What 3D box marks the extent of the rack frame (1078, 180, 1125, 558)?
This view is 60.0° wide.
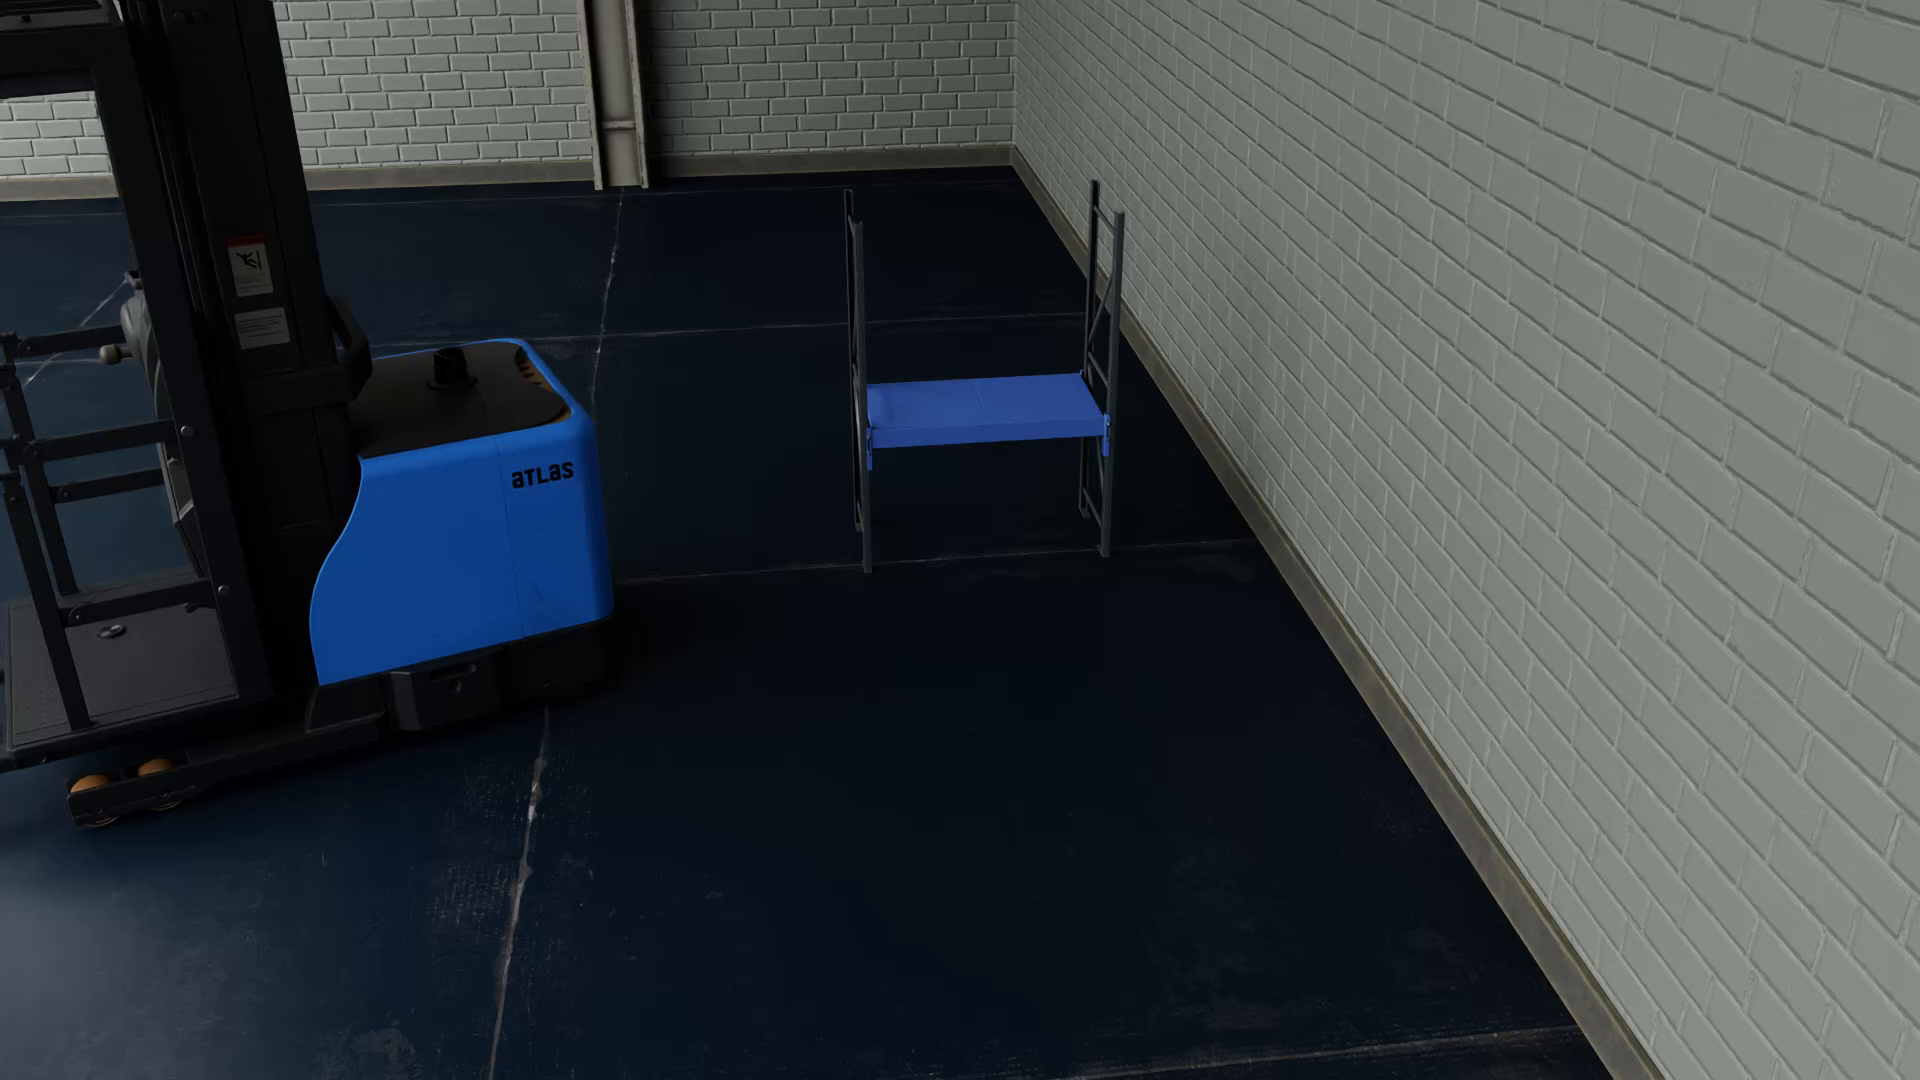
[{"bbox_3d":[0.588,-0.705,6.981,0.032,1.500,0.500,-4,27,-7],"label":"rack frame"}]

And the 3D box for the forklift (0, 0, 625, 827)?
[{"bbox_3d":[-2.796,-0.645,5.296,3.031,2.935,1.130,-13,30,-24],"label":"forklift"}]

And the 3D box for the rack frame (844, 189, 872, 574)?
[{"bbox_3d":[-0.419,-0.640,6.855,0.032,1.500,0.500,-4,27,-7],"label":"rack frame"}]

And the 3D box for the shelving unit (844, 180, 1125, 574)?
[{"bbox_3d":[0.084,-0.673,6.918,1.048,1.500,0.538,-4,27,-7],"label":"shelving unit"}]

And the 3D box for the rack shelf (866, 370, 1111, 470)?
[{"bbox_3d":[0.084,-0.513,7.000,1.000,0.185,0.538,-4,27,-7],"label":"rack shelf"}]

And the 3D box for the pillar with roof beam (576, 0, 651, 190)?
[{"bbox_3d":[-1.922,-4.730,6.610,0.400,9.000,9.100,-4,27,-7],"label":"pillar with roof beam"}]
